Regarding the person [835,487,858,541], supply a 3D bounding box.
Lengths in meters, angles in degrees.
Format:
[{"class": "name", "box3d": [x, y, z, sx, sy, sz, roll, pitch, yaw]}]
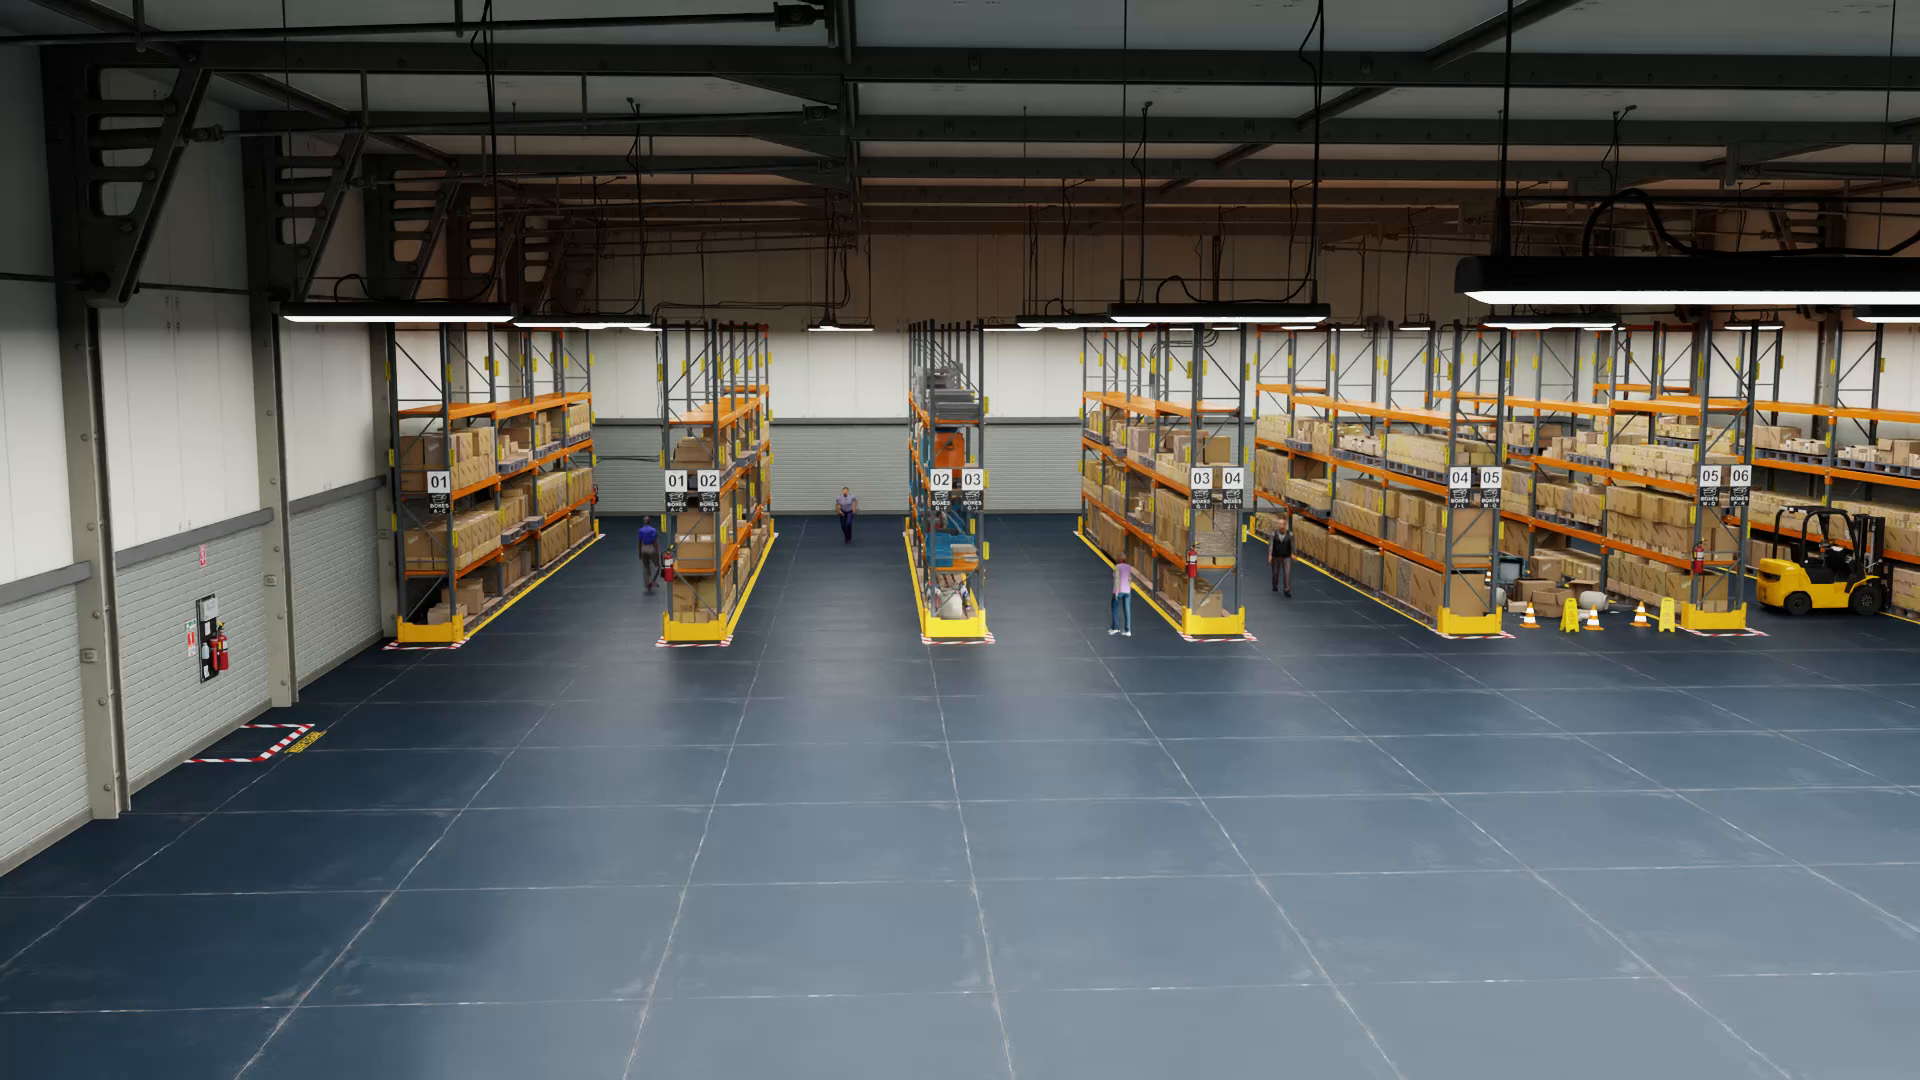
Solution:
[{"class": "person", "box3d": [-3.123, -0.712, 45.900, 0.612, 1.554, 0.745, 1, 7, 6]}]

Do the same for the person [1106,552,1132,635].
[{"class": "person", "box3d": [3.109, 1.039, 31.722, 0.431, 1.613, 0.636, -3, 8, -22]}]

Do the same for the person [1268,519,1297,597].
[{"class": "person", "box3d": [7.088, 0.375, 36.492, 0.644, 1.663, 1.076, 1, 7, 6]}]

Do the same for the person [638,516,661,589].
[{"class": "person", "box3d": [-7.008, 0.289, 37.420, 0.516, 1.655, 0.481, 1, 7, 11]}]
